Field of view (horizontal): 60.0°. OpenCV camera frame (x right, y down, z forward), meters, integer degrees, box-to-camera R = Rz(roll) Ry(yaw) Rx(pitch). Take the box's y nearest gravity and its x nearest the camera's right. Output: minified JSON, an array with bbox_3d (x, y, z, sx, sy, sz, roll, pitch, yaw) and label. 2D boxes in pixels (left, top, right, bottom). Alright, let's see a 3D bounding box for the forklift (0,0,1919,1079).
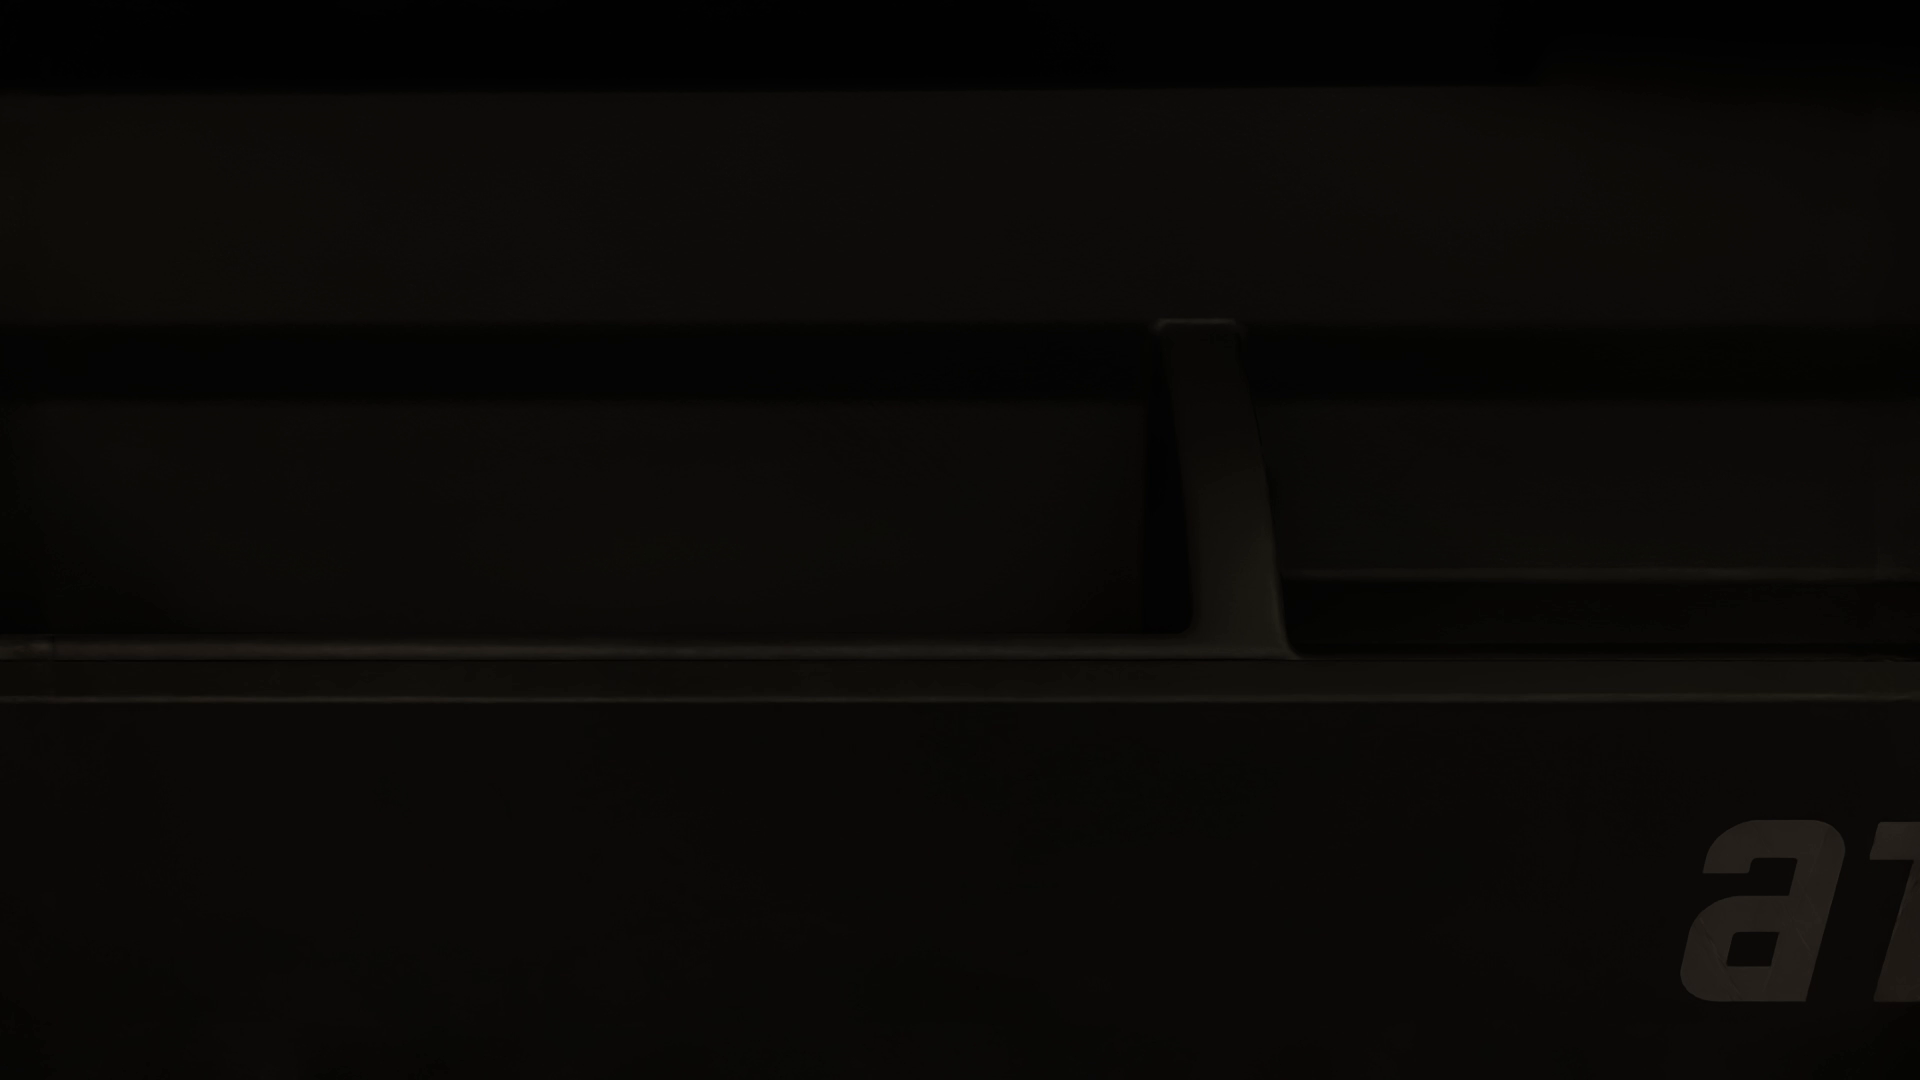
[{"bbox_3d":[0.085,-0.387,0.166,1.130,2.935,3.031,0,16,0],"label":"forklift"}]
